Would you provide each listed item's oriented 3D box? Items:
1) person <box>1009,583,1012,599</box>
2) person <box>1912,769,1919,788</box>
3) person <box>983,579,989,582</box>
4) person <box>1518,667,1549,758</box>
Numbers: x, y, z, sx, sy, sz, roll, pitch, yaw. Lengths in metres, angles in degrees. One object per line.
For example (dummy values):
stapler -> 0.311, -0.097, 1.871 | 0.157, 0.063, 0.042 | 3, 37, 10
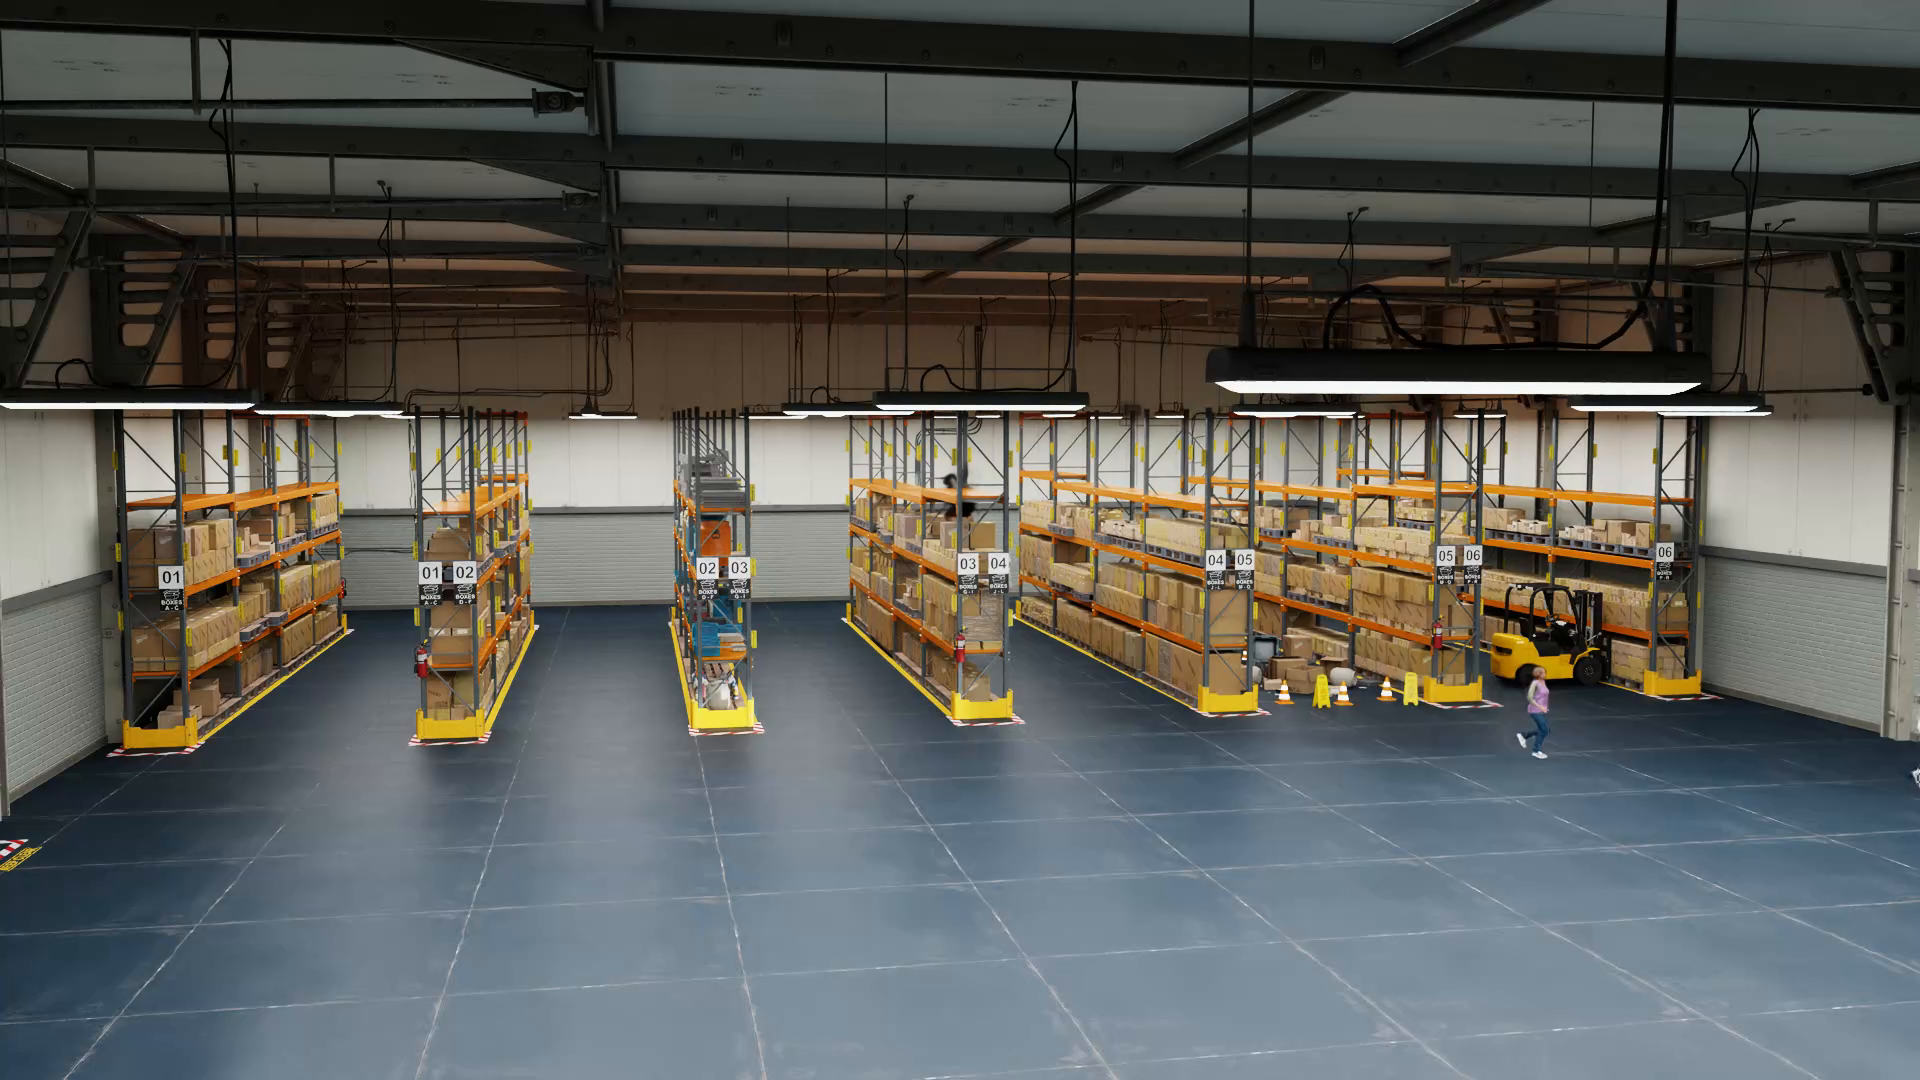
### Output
person -> 1.133, 1.662, 45.353 | 0.586, 1.742, 0.891 | -1, 4, -7
person -> 14.880, 3.099, 25.392 | 0.548, 1.649, 0.614 | 3, 5, 32
person -> 0.436, 1.438, 48.531 | 0.852, 1.672, 0.556 | 1, 4, 10
person -> 9.809, 2.930, 28.442 | 0.566, 1.559, 0.570 | 3, 5, 37
